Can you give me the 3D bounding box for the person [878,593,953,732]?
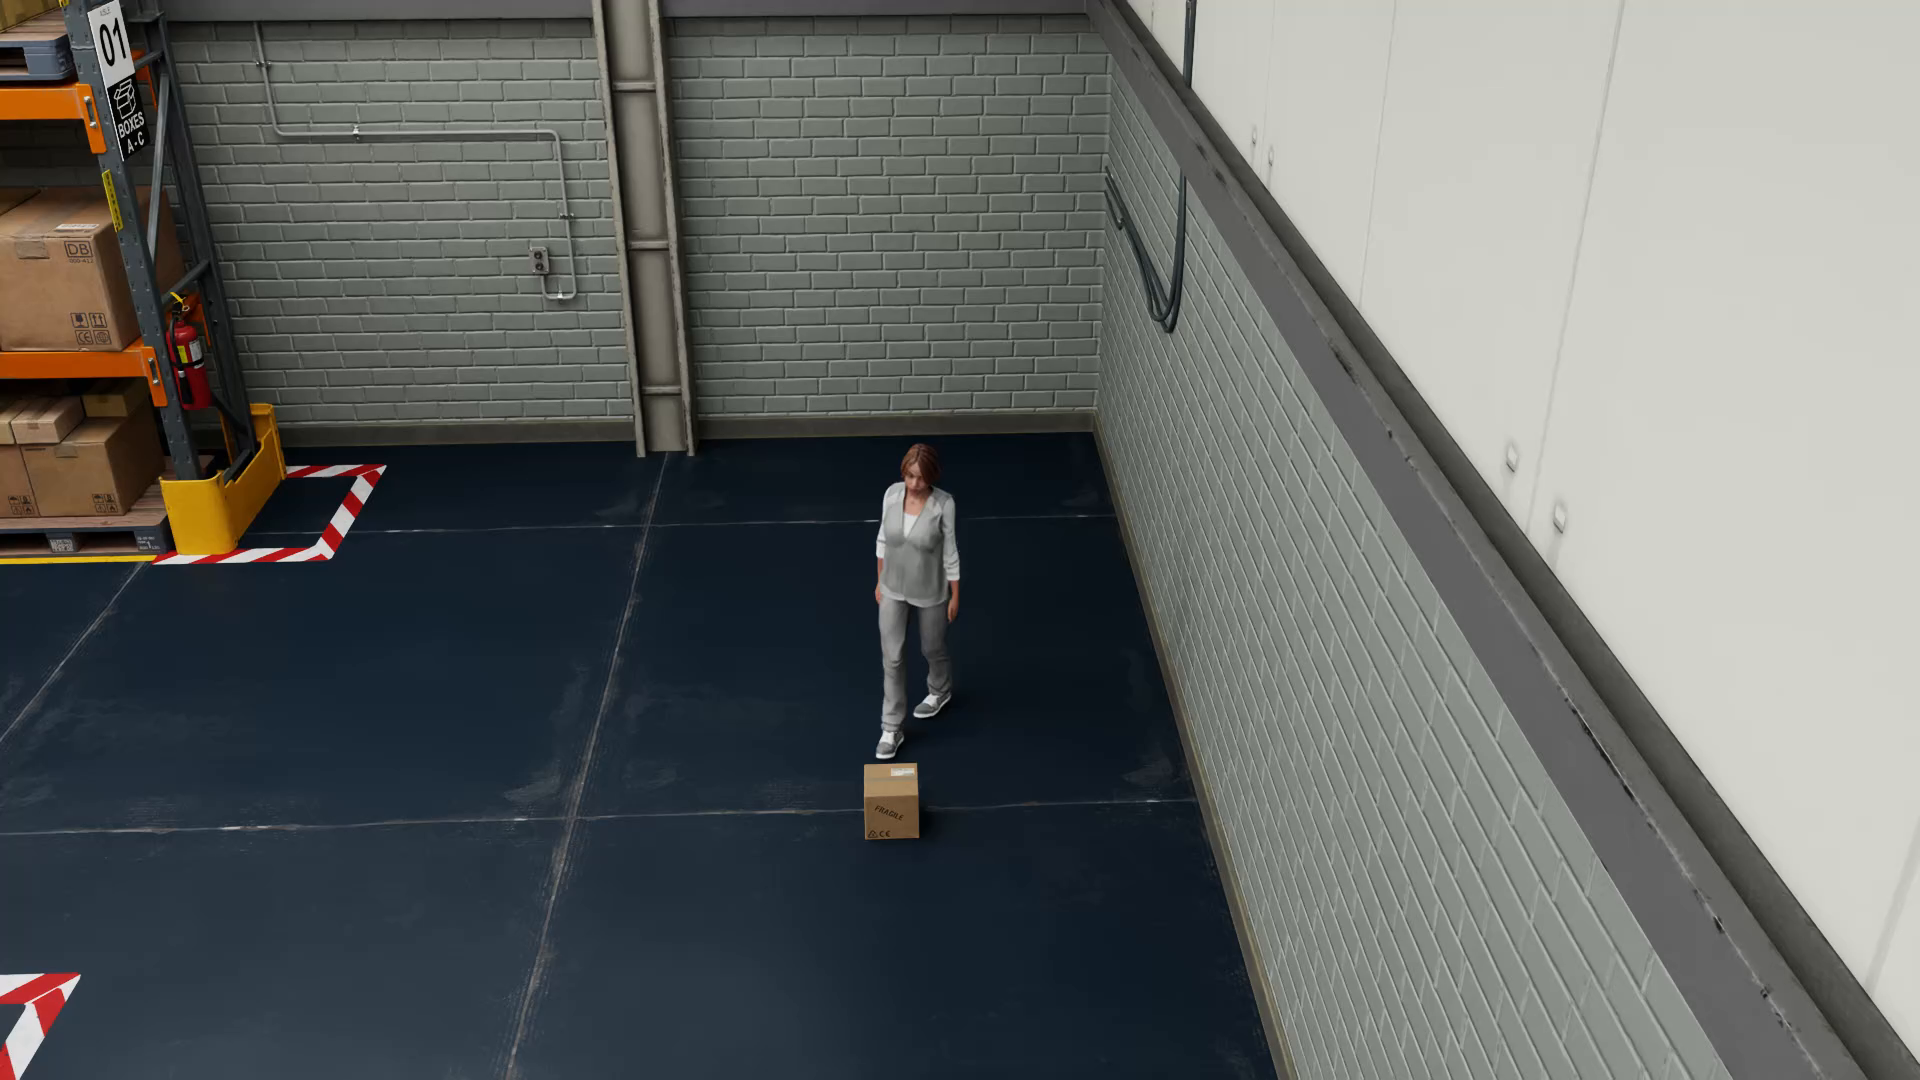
[{"bbox_3d":[-0.209,0.515,8.317,0.346,0.843,0.545,8,29,15],"label":"person"}]
